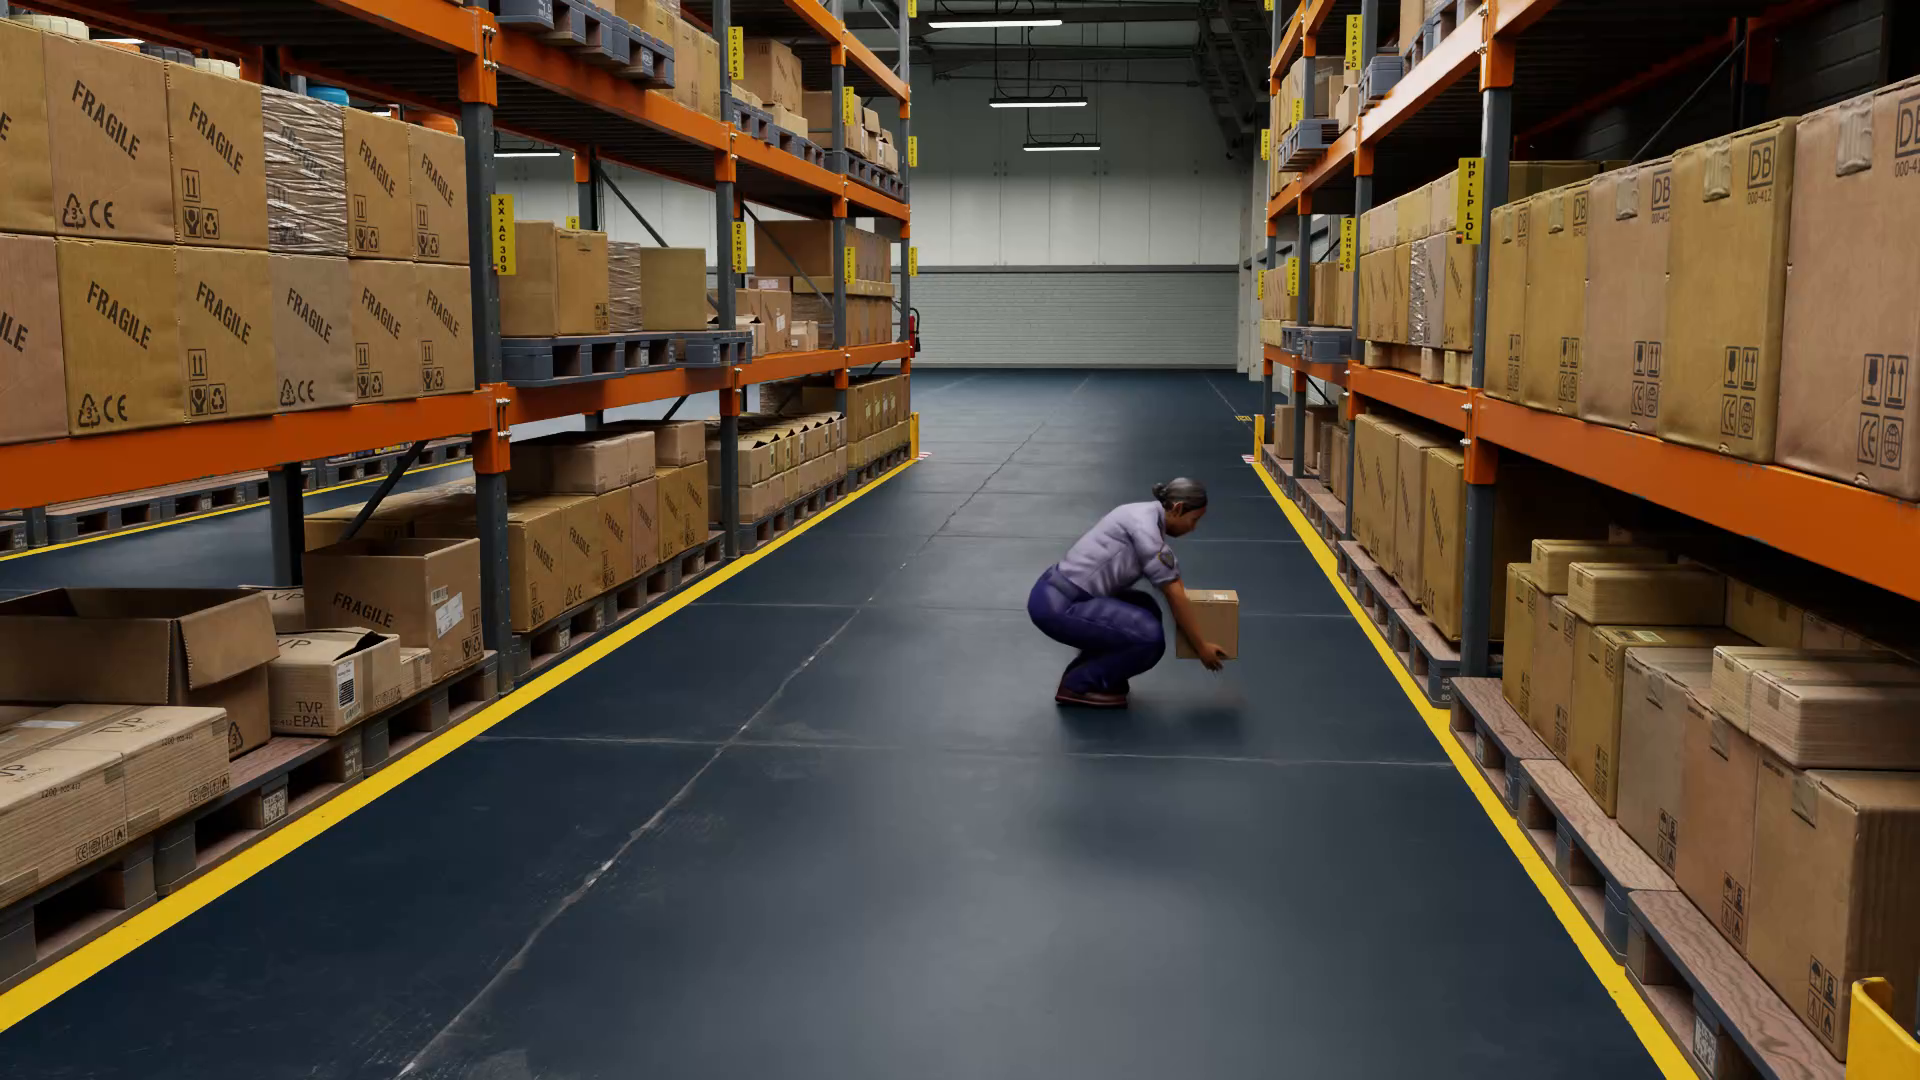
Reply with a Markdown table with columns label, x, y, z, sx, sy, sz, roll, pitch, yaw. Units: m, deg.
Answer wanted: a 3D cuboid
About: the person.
| label | x | y | z | sx | sy | sz | roll | pitch | yaw |
| --- | --- | --- | --- | --- | --- | --- | --- | --- | --- |
| person | 0.704 | 0.218 | 6.979 | 0.836 | 0.933 | 0.516 | 1 | 8 | 5 |
